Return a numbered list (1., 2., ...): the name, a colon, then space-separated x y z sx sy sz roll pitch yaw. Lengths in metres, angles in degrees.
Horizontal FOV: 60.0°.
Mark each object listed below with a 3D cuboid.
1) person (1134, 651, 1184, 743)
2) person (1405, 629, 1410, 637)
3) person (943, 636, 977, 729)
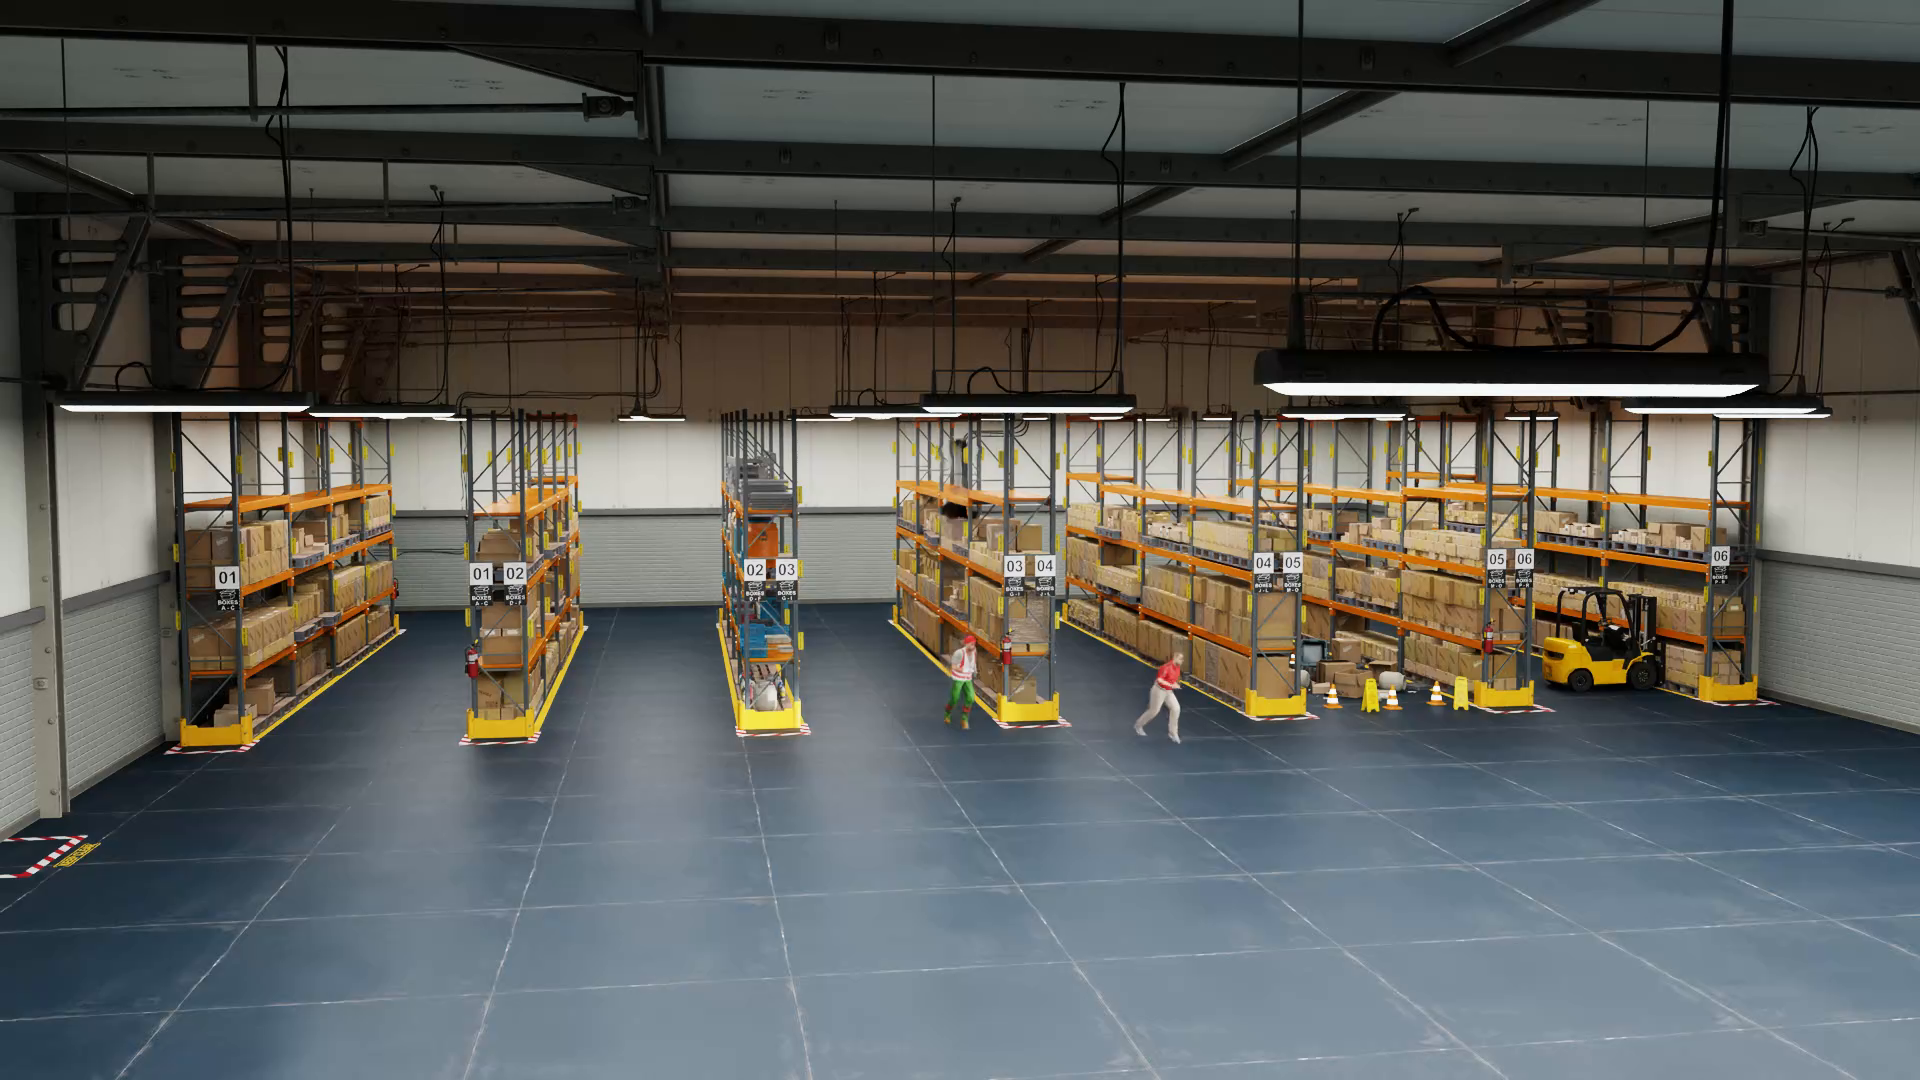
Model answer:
1. person: 3.615 2.832 30.165 1.004 1.698 0.706 3 5 36
2. person: 11.455 1.946 41.944 0.659 1.753 0.878 -1 4 -8
3. person: 0.063 2.696 31.438 0.720 1.823 0.873 -3 5 -35
